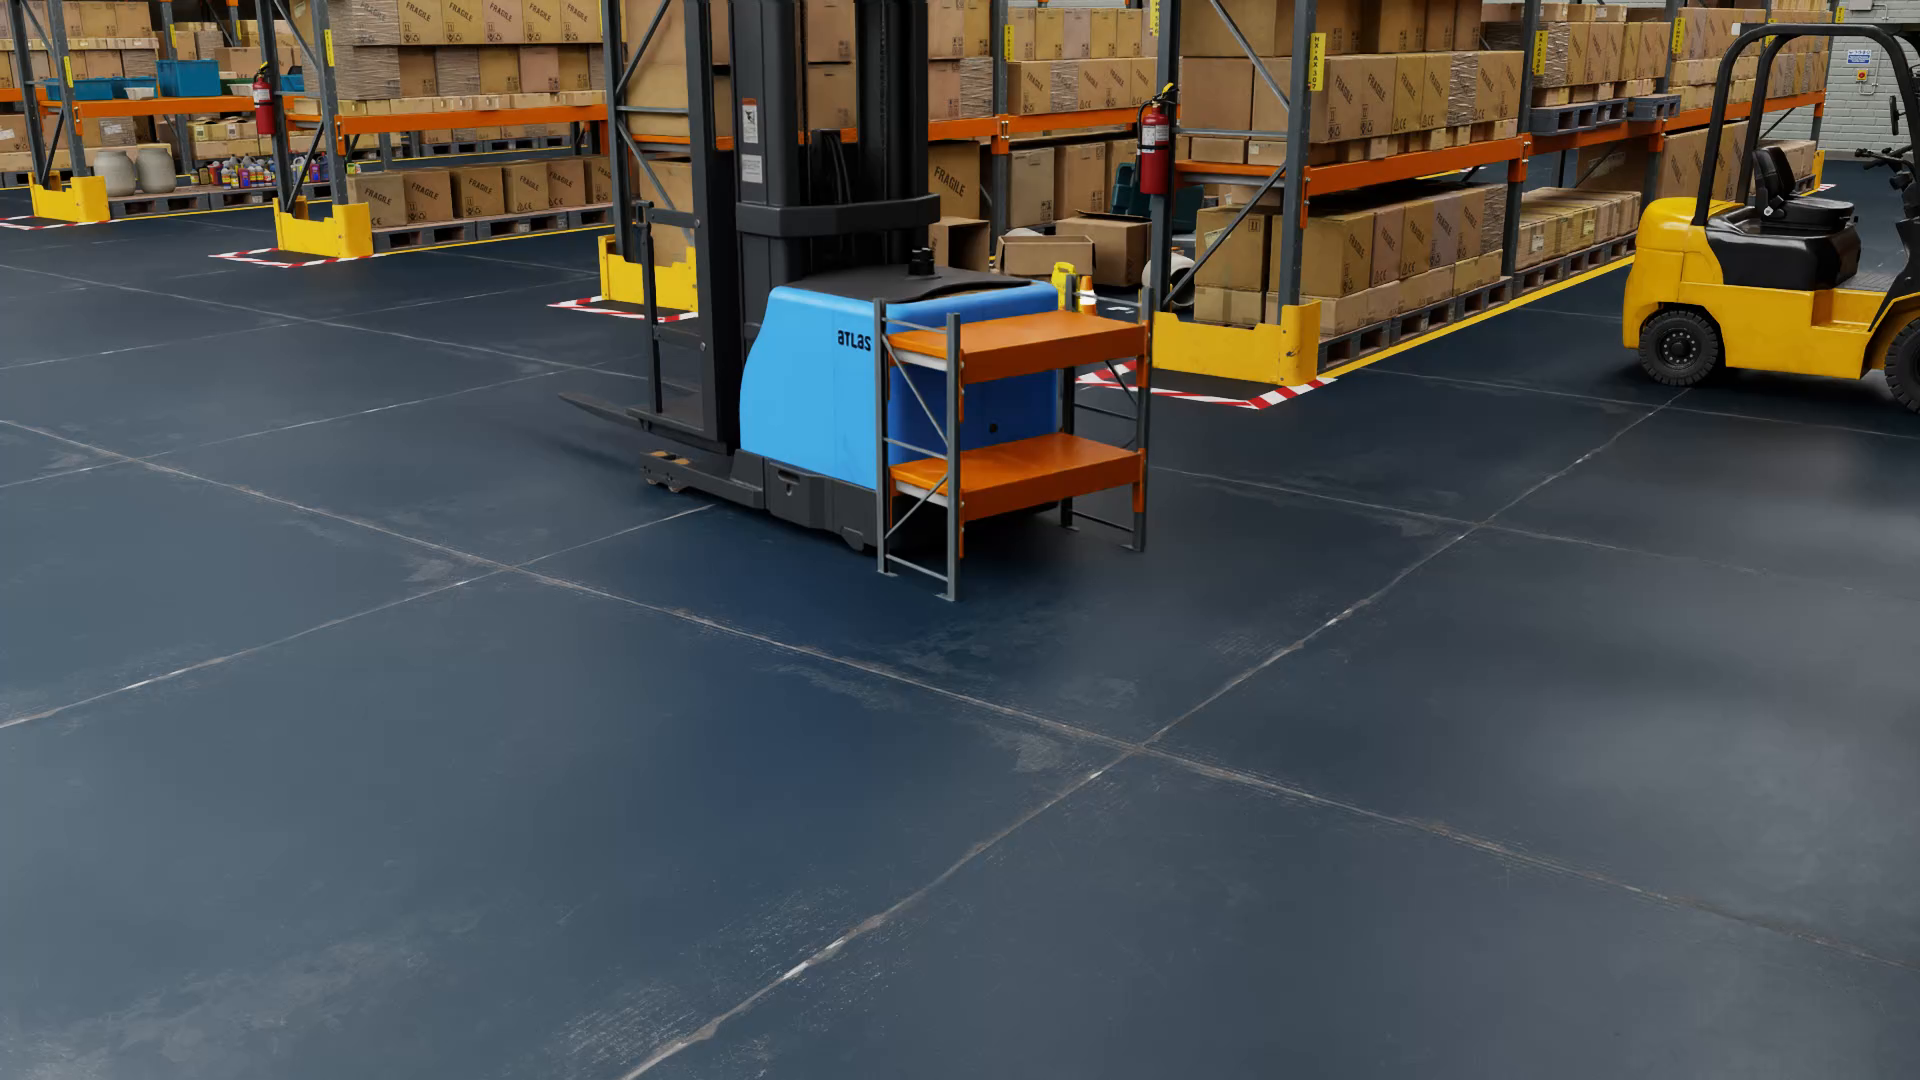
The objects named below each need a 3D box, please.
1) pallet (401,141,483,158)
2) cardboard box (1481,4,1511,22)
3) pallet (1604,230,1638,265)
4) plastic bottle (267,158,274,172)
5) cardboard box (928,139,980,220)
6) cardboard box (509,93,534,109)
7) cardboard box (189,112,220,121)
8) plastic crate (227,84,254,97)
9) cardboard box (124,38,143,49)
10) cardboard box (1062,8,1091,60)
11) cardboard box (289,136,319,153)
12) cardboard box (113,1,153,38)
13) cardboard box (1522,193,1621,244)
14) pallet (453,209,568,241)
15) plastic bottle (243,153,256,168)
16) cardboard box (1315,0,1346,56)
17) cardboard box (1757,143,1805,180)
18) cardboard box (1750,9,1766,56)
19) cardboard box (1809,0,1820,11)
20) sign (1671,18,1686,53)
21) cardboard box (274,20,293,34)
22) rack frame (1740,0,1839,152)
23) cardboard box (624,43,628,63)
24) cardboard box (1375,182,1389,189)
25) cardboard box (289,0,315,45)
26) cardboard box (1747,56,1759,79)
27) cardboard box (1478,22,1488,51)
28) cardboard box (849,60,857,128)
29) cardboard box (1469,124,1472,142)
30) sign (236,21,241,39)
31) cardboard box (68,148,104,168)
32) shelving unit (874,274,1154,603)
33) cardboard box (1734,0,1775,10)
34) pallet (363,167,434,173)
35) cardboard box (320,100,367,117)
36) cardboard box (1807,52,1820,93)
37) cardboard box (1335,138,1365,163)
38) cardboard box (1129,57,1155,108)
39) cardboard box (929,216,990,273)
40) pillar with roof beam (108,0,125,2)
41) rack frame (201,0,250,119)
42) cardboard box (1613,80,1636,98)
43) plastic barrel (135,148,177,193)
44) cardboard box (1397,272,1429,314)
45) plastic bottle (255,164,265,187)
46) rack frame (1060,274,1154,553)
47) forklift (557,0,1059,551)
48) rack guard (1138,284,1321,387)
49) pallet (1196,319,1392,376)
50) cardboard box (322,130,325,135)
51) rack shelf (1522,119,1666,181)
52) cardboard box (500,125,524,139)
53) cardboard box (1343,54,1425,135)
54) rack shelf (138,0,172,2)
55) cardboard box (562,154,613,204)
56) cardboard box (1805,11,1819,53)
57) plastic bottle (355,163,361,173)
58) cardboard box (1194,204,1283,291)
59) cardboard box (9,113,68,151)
[{"bbox_3d":[-9.006,-6.749,28.622,1.003,0.211,1.213,12,21,35],"label":"pallet"},{"bbox_3d":[4.542,-4.471,14.112,0.380,0.149,0.250,12,21,33],"label":"cardboard box"},{"bbox_3d":[5.964,-2.890,16.193,1.003,0.211,1.213,12,21,35],"label":"pallet"},{"bbox_3d":[-8.873,-4.783,21.445,0.097,0.271,0.097,0,17,0],"label":"plastic bottle"},{"bbox_3d":[-0.419,-3.354,15.860,0.875,0.875,0.875,13,21,36],"label":"cardboard box"},{"bbox_3d":[-4.709,-4.628,17.512,0.380,0.149,0.250,12,21,35],"label":"cardboard box"},{"bbox_3d":[-13.849,-7.620,30.197,0.700,0.500,0.500,13,21,35],"label":"cardboard box"},{"bbox_3d":[-8.653,-5.524,20.417,0.530,0.136,0.437,12,21,35],"label":"plastic crate"},{"bbox_3d":[-12.004,-7.154,23.959,0.380,0.149,0.250,12,21,34],"label":"cardboard box"},{"bbox_3d":[0.909,-5.193,17.054,0.700,0.500,0.500,13,21,35],"label":"cardboard box"},{"bbox_3d":[-10.510,-6.263,26.283,0.500,0.250,0.500,13,21,36],"label":"cardboard box"},{"bbox_3d":[-12.124,-7.518,24.038,0.700,0.500,0.500,13,21,35],"label":"cardboard box"},{"bbox_3d":[5.653,-3.043,15.708,0.950,0.372,0.625,12,21,34],"label":"cardboard box"},{"bbox_3d":[-5.009,-3.416,17.888,1.003,0.211,1.213,12,21,35],"label":"pallet"},{"bbox_3d":[-9.069,-4.761,21.242,0.144,0.351,0.185,12,21,34],"label":"plastic bottle"},{"bbox_3d":[2.101,-3.449,10.935,0.700,0.500,0.500,13,21,35],"label":"cardboard box"},{"bbox_3d":[10.346,-4.895,21.562,0.875,0.438,0.875,13,22,36],"label":"cardboard box"},{"bbox_3d":[8.750,-5.735,18.798,0.500,0.500,0.500,13,22,36],"label":"cardboard box"},{"bbox_3d":[10.743,-6.833,21.242,0.380,0.149,0.250,13,21,36],"label":"cardboard box"},{"bbox_3d":[6.872,-4.829,15.917,0.100,0.325,0.005,12,21,35],"label":"sign"},{"bbox_3d":[-12.665,-9.533,30.914,0.500,0.250,0.500,12,21,34],"label":"cardboard box"},{"bbox_3d":[11.198,-6.313,22.514,1.000,3.000,0.127,12,21,35],"label":"rack frame"},{"bbox_3d":[-3.325,-5.857,19.328,1.000,1.000,1.000,13,21,35],"label":"cardboard box"},{"bbox_3d":[3.052,-2.775,12.693,0.380,0.149,0.250,13,22,37],"label":"cardboard box"},{"bbox_3d":[-6.165,-5.095,16.237,0.500,0.500,0.500,12,21,35],"label":"cardboard box"},{"bbox_3d":[8.747,-5.379,18.918,0.500,0.250,0.500,12,21,35],"label":"cardboard box"},{"bbox_3d":[4.139,-3.996,13.674,0.500,0.500,0.500,12,21,34],"label":"cardboard box"},{"bbox_3d":[-1.159,-3.900,14.492,0.875,0.550,0.500,12,21,35],"label":"cardboard box"},{"bbox_3d":[3.580,-3.038,12.394,0.380,0.149,0.250,12,21,34],"label":"cardboard box"},{"bbox_3d":[-13.020,-9.206,30.012,0.100,0.325,0.005,12,21,35],"label":"sign"},{"bbox_3d":[-12.557,-5.456,23.685,0.500,0.250,0.500,12,21,35],"label":"cardboard box"},{"bbox_3d":[0.226,-0.447,6.787,1.048,1.125,0.538,-14,22,-37],"label":"shelving unit"},{"bbox_3d":[9.211,-6.224,19.281,0.380,0.149,0.250,12,21,34],"label":"cardboard box"},{"bbox_3d":[-7.452,-4.943,22.806,1.003,0.211,1.213,12,21,35],"label":"pallet"},{"bbox_3d":[-5.933,-4.159,16.002,0.380,0.149,0.250,12,21,35],"label":"cardboard box"},{"bbox_3d":[10.812,-6.082,21.602,0.500,0.500,0.500,12,21,34],"label":"cardboard box"},{"bbox_3d":[2.395,-2.538,10.782,0.380,0.149,0.250,12,21,33],"label":"cardboard box"},{"bbox_3d":[1.746,-4.913,17.839,0.500,0.500,0.500,12,21,34],"label":"cardboard box"},{"bbox_3d":[-0.089,-2.562,14.645,0.500,0.500,0.500,-16,23,-41],"label":"cardboard box"},{"bbox_3d":[-11.474,-10.732,26.629,9.100,9.000,0.400,12,21,35],"label":"pillar with roof beam"},{"bbox_3d":[-13.462,-8.784,30.473,1.000,3.000,0.127,12,21,35],"label":"rack frame"},{"bbox_3d":[5.900,-4.097,15.095,0.380,0.149,0.250,13,21,36],"label":"cardboard box"},{"bbox_3d":[-9.643,-4.430,19.939,0.421,0.512,0.421,0,17,0],"label":"plastic barrel"},{"bbox_3d":[2.992,-1.785,11.862,0.500,0.250,0.500,14,22,38],"label":"cardboard box"},{"bbox_3d":[-8.678,-4.518,20.592,0.097,0.271,0.097,0,17,0],"label":"plastic bottle"},{"bbox_3d":[0.620,-0.543,7.095,0.032,1.125,0.500,-14,22,-37],"label":"rack frame"},{"bbox_3d":[-0.921,-1.715,7.824,1.130,2.935,3.031,-15,23,-40],"label":"forklift"},{"bbox_3d":[1.710,-1.326,10.671,1.175,0.500,0.348,12,21,35],"label":"rack guard"},{"bbox_3d":[2.222,-1.376,11.317,1.003,0.211,1.213,12,21,35],"label":"pallet"},{"bbox_3d":[-10.203,-6.652,26.590,0.500,0.311,0.500,12,21,34],"label":"cardboard box"},{"bbox_3d":[5.239,-3.587,14.951,1.077,0.370,4.000,12,21,35],"label":"rack shelf"},{"bbox_3d":[-8.064,-7.354,29.339,0.500,0.500,0.500,12,21,33],"label":"cardboard box"},{"bbox_3d":[2.778,-3.001,11.180,0.500,0.500,0.500,12,21,34],"label":"cardboard box"},{"bbox_3d":[-10.673,-8.522,25.785,1.077,0.370,4.000,12,21,35],"label":"rack shelf"},{"bbox_3d":[-4.182,-4.124,18.974,0.500,0.500,0.500,12,21,33],"label":"cardboard box"},{"bbox_3d":[10.517,-6.434,21.051,0.500,0.500,0.500,12,21,34],"label":"cardboard box"},{"bbox_3d":[-7.855,-4.813,21.662,0.097,0.201,0.097,0,17,0],"label":"plastic bottle"},{"bbox_3d":[1.932,-1.984,11.240,0.500,0.500,0.500,13,21,35],"label":"cardboard box"},{"bbox_3d":[-12.854,-5.695,23.189,0.500,0.500,0.500,12,21,35],"label":"cardboard box"}]
